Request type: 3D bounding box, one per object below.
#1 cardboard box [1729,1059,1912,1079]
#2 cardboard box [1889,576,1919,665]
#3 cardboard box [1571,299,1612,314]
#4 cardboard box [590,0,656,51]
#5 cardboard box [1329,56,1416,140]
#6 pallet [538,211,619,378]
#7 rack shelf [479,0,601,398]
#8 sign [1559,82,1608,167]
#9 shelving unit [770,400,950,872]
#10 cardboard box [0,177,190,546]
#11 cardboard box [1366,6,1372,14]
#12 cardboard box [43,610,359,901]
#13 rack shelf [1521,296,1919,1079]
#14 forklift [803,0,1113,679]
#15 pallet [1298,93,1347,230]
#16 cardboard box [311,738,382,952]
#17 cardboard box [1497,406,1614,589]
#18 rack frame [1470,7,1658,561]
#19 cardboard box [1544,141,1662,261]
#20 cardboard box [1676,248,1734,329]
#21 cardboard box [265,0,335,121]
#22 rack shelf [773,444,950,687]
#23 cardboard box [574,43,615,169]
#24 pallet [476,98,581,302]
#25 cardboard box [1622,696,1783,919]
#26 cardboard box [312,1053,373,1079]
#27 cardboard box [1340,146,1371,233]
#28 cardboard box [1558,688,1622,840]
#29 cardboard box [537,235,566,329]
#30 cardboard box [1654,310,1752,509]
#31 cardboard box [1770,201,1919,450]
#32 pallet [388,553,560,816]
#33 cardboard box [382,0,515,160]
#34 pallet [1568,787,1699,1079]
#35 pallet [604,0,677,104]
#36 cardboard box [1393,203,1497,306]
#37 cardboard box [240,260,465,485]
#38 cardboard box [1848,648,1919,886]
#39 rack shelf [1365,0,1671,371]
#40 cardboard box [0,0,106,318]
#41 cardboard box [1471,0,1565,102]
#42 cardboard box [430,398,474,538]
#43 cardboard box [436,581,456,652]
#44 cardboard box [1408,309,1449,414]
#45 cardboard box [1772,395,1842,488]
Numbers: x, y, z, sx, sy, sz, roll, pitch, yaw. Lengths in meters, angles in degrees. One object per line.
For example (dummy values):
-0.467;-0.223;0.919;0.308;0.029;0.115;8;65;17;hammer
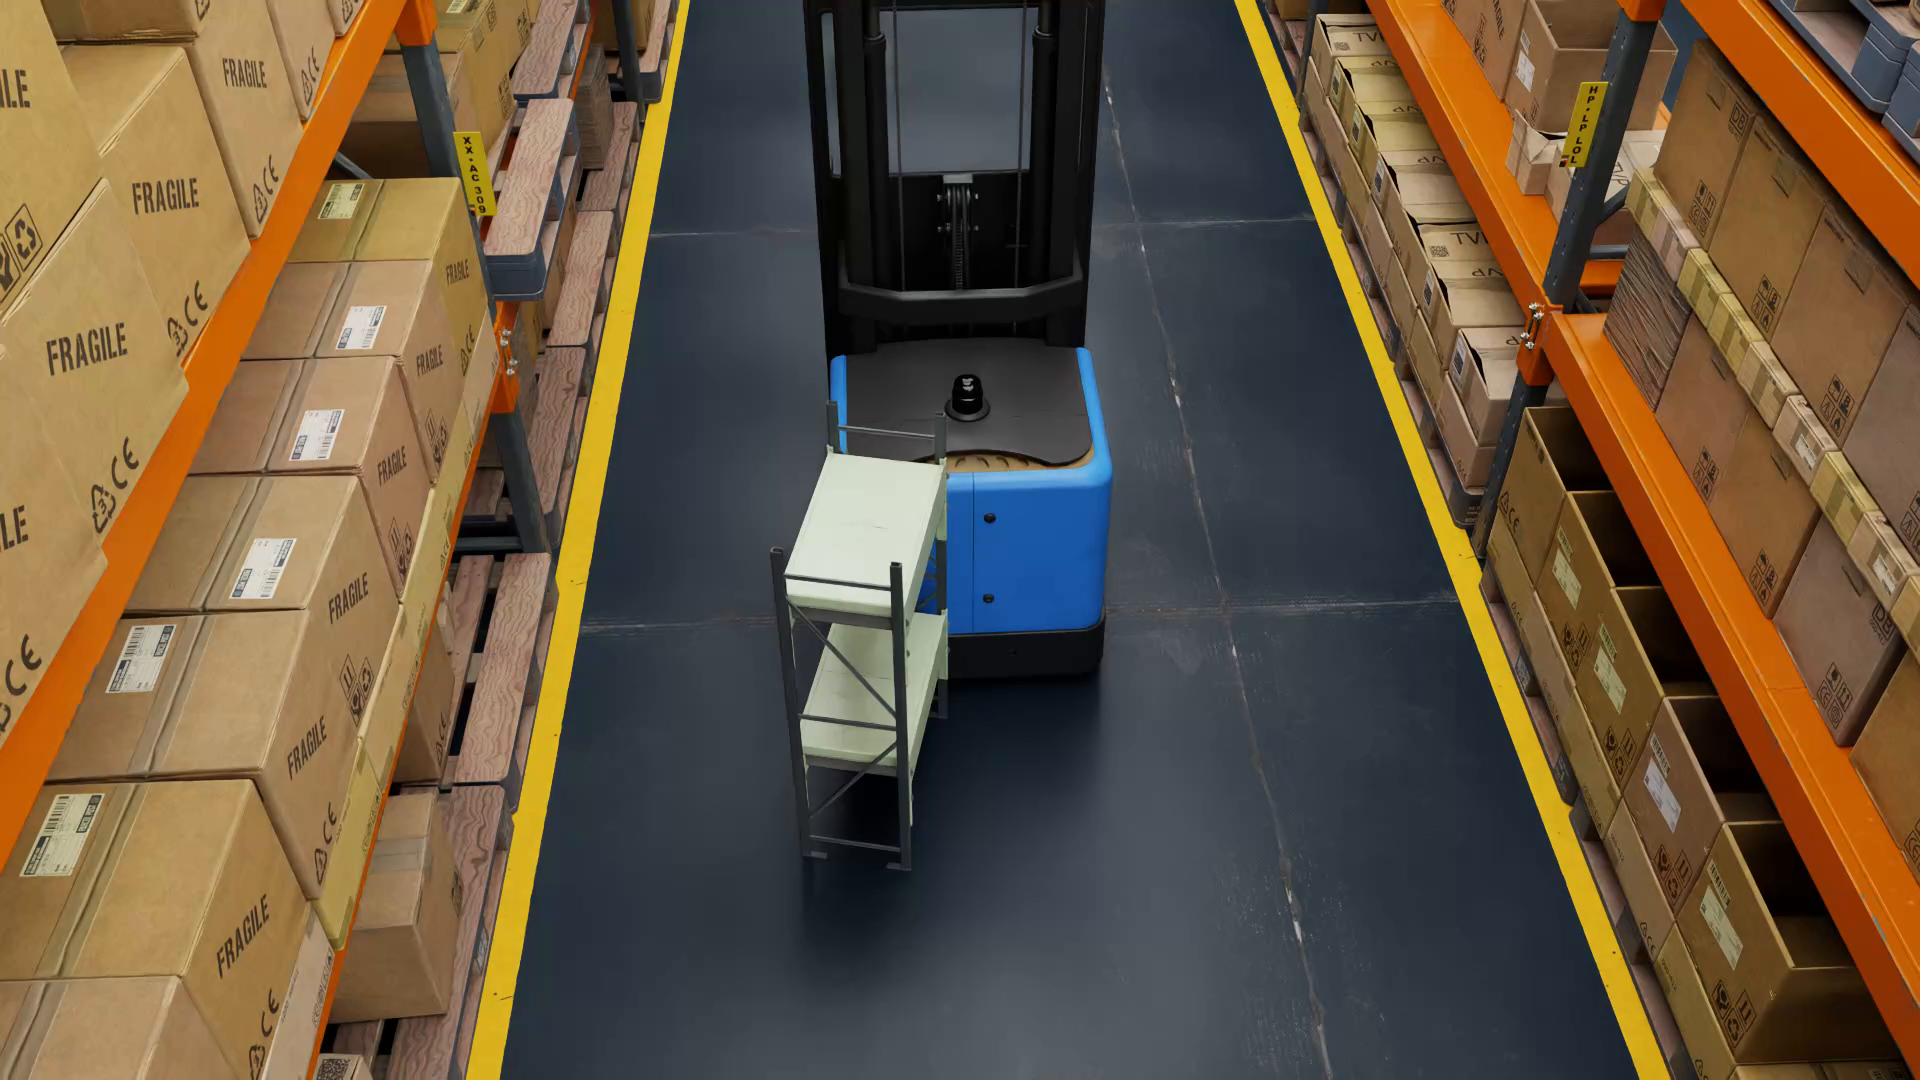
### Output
2.541;1.795;4.796;0.500;0.250;0.500;-2;43;-2;cardboard box
2.629;0.224;4.232;0.380;0.149;0.250;-1;43;-1;cardboard box
2.938;-1.046;7.480;0.500;0.311;0.500;-2;43;-2;cardboard box
-2.297;-3.492;10.120;0.750;0.750;0.750;-2;43;-2;cardboard box
2.312;-2.406;8.964;0.500;0.311;0.500;-3;43;-3;cardboard box
-2.316;-1.252;8.460;1.003;0.211;1.213;-2;43;-2;pallet
-2.311;-2.014;7.760;1.077;0.370;4.000;-2;43;-2;rack shelf
2.181;-1.449;5.813;0.100;0.325;0.005;-2;43;-2;sign
-0.309;0.361;5.747;0.431;1.500;0.755;7;43;7;shelving unit
-1.834;-0.326;3.077;0.500;0.500;0.500;0;43;0;cardboard box
2.819;-3.330;10.188;0.500;0.500;0.500;0;43;0;cardboard box
-1.803;0.529;3.994;0.500;0.500;0.500;-3;43;-3;cardboard box
2.807;0.542;4.972;1.077;0.370;4.000;-2;43;-2;rack shelf
-0.035;-1.505;6.723;1.130;2.935;3.031;-2;43;-2;forklift
2.549;-2.189;9.482;1.003;0.211;1.213;-2;43;-2;pallet
-1.812;0.786;4.268;0.500;0.250;0.500;-2;43;-2;cardboard box
2.429;-0.169;6.384;0.500;0.500;0.500;-2;43;-2;cardboard box
2.723;-1.074;6.202;1.000;3.000;0.127;-2;43;-2;rack frame
2.658;-1.350;6.613;0.500;0.250;0.500;1;43;1;cardboard box
2.564;-0.819;5.370;0.380;0.149;0.250;-3;43;-3;cardboard box
-1.949;-1.403;4.253;0.500;0.500;0.500;-5;43;-5;cardboard box
-0.309;0.073;5.483;0.431;0.370;0.720;7;43;7;rack shelf
-2.314;-2.386;9.157;0.700;0.500;0.500;-1;43;-1;cardboard box
-2.114;-1.378;6.676;1.003;0.211;1.213;-2;43;-2;pallet
2.495;0.843;5.279;0.500;0.500;0.500;-2;43;-2;cardboard box
-2.020;1.746;4.790;0.500;0.311;0.500;2;43;2;cardboard box
2.332;-1.863;8.787;0.500;0.250;0.500;-3;43;-3;cardboard box
2.472;0.782;5.901;0.500;0.250;0.500;-2;43;-2;cardboard box
-2.328;-1.359;8.037;0.700;0.500;0.500;-1;43;-1;cardboard box
2.777;-0.455;5.453;0.700;0.500;0.500;-2;43;-2;cardboard box
2.791;-0.610;4.662;0.700;0.500;0.500;-2;43;-2;cardboard box
-2.163;0.551;6.492;1.003;0.211;1.213;-2;43;-2;pallet
-2.231;-1.850;6.649;0.700;0.500;0.500;2;43;3;cardboard box
2.769;1.318;5.656;1.003;0.211;1.213;-2;43;-2;pallet
-2.355;-3.136;10.515;1.003;0.211;1.213;-2;43;-2;pallet
2.372;-1.375;7.839;0.500;0.311;0.500;-2;43;-2;cardboard box
-1.871;-0.511;5.128;0.500;0.500;0.500;-2;43;-2;cardboard box
2.843;0.584;4.318;0.700;0.500;0.500;-1;43;-2;cardboard box
2.638;-2.159;7.918;1.077;0.370;4.000;-2;43;-2;rack shelf
-1.834;-0.700;2.745;0.500;0.500;0.500;-1;43;-1;cardboard box
2.663;-2.323;7.491;0.500;0.500;0.500;-2;43;-2;cardboard box
-1.891;-0.233;5.381;0.500;0.250;0.500;-1;43;-2;cardboard box
-2.174;0.314;6.459;0.380;0.166;0.250;-7;43;-7;cardboard box
2.396;-0.828;7.658;0.500;0.250;0.500;-2;43;-2;cardboard box
2.599;-0.293;4.796;0.380;0.149;0.250;-3;43;-3;cardboard box
